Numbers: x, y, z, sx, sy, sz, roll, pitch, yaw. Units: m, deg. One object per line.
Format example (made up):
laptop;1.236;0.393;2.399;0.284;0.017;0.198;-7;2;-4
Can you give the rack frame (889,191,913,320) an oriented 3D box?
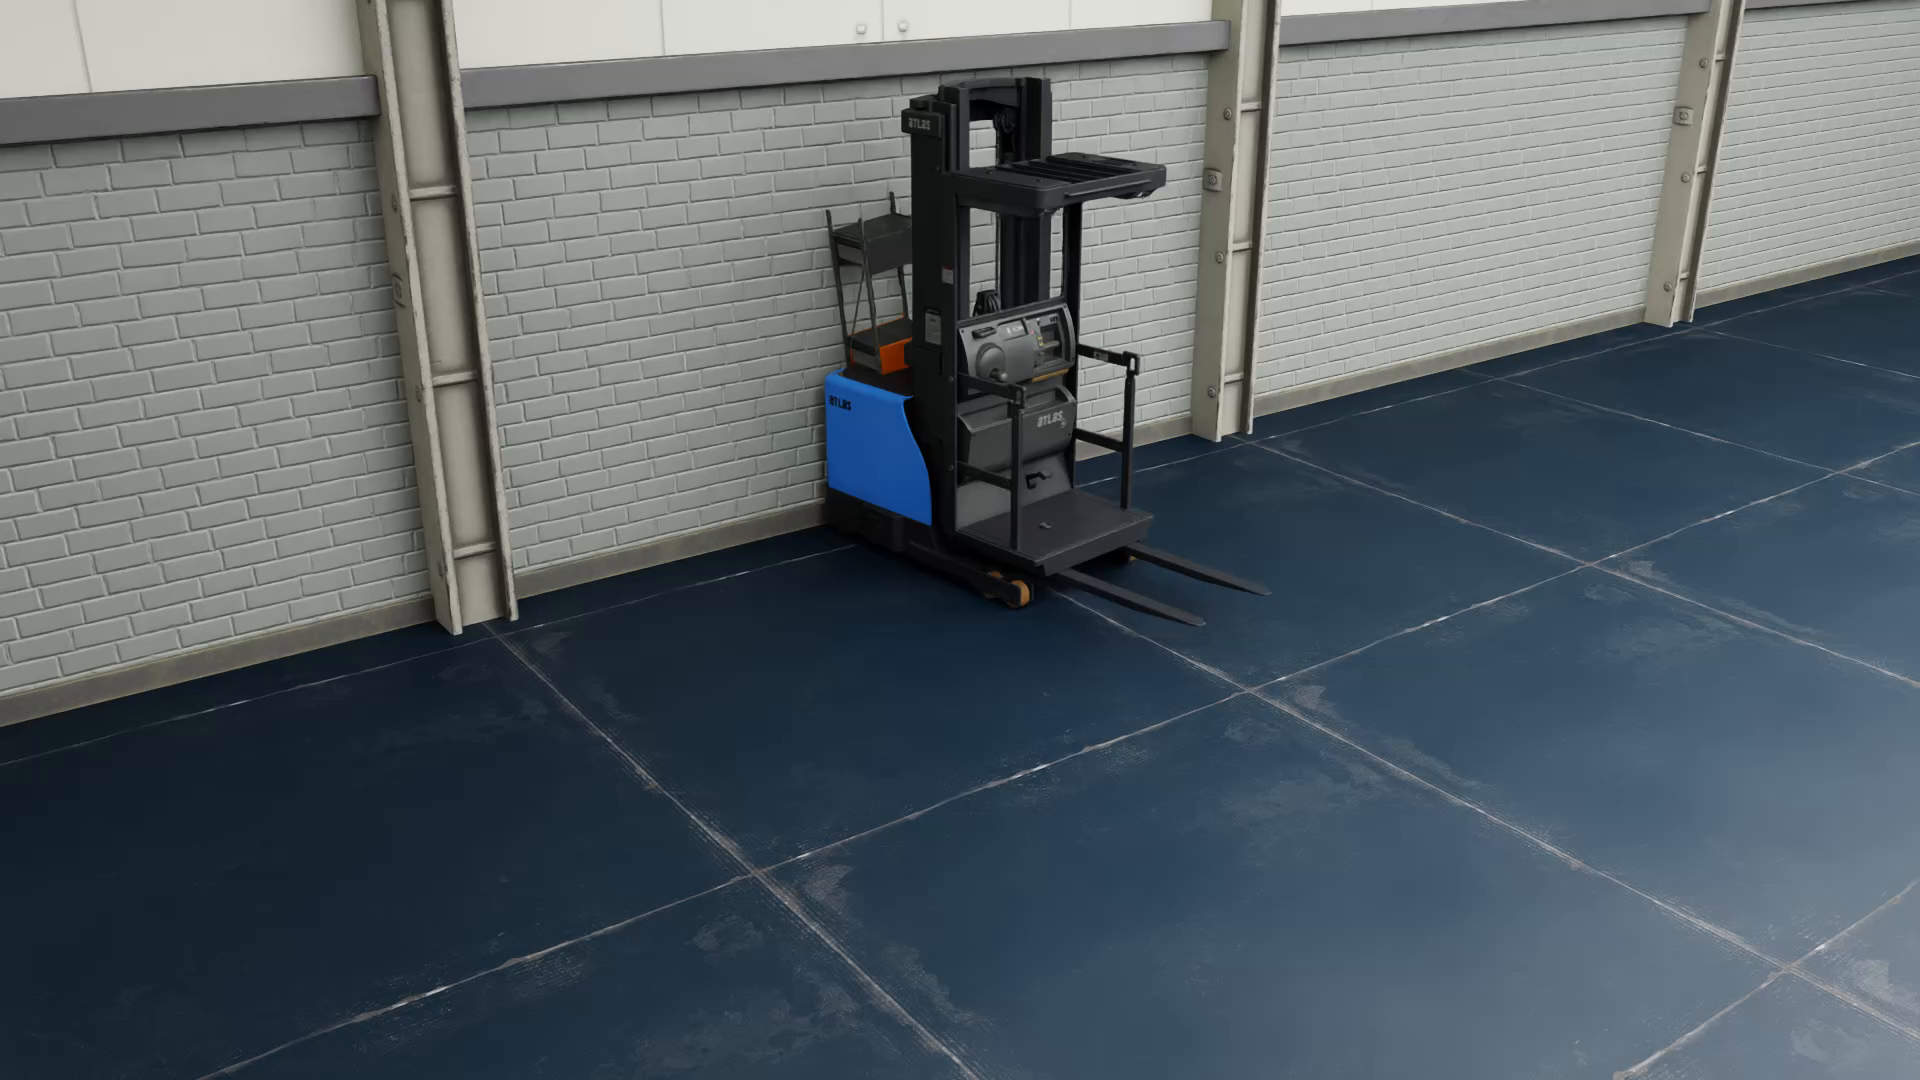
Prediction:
rack frame;-0.225;-1.241;10.990;0.015;2.100;0.400;-23;30;-30

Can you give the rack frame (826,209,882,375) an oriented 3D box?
rack frame;-0.613;-1.077;10.743;0.015;2.100;0.400;-23;30;-30

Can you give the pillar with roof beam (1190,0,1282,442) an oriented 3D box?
pillar with roof beam;4.552;-3.725;8.090;0.400;9.000;9.100;-15;26;-33

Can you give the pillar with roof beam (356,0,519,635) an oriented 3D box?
pillar with roof beam;-0.318;-2.426;4.835;0.400;9.000;9.100;-15;26;-33

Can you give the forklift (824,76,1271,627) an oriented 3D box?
forklift;0.497;-1.171;9.877;1.130;2.935;3.031;-20;29;-40

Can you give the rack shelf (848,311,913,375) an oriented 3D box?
rack shelf;-0.417;-1.147;10.872;0.480;0.518;0.431;-23;30;-30

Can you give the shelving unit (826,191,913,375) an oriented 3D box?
shelving unit;-0.419;-1.159;10.866;0.503;2.100;0.431;-23;30;-30

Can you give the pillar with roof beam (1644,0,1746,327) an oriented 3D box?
pillar with roof beam;9.423;-5.024;11.345;0.400;9.000;9.100;-15;26;-33

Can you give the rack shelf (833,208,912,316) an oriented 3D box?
rack shelf;-0.488;-1.773;10.568;0.480;0.518;0.431;-23;30;-30
